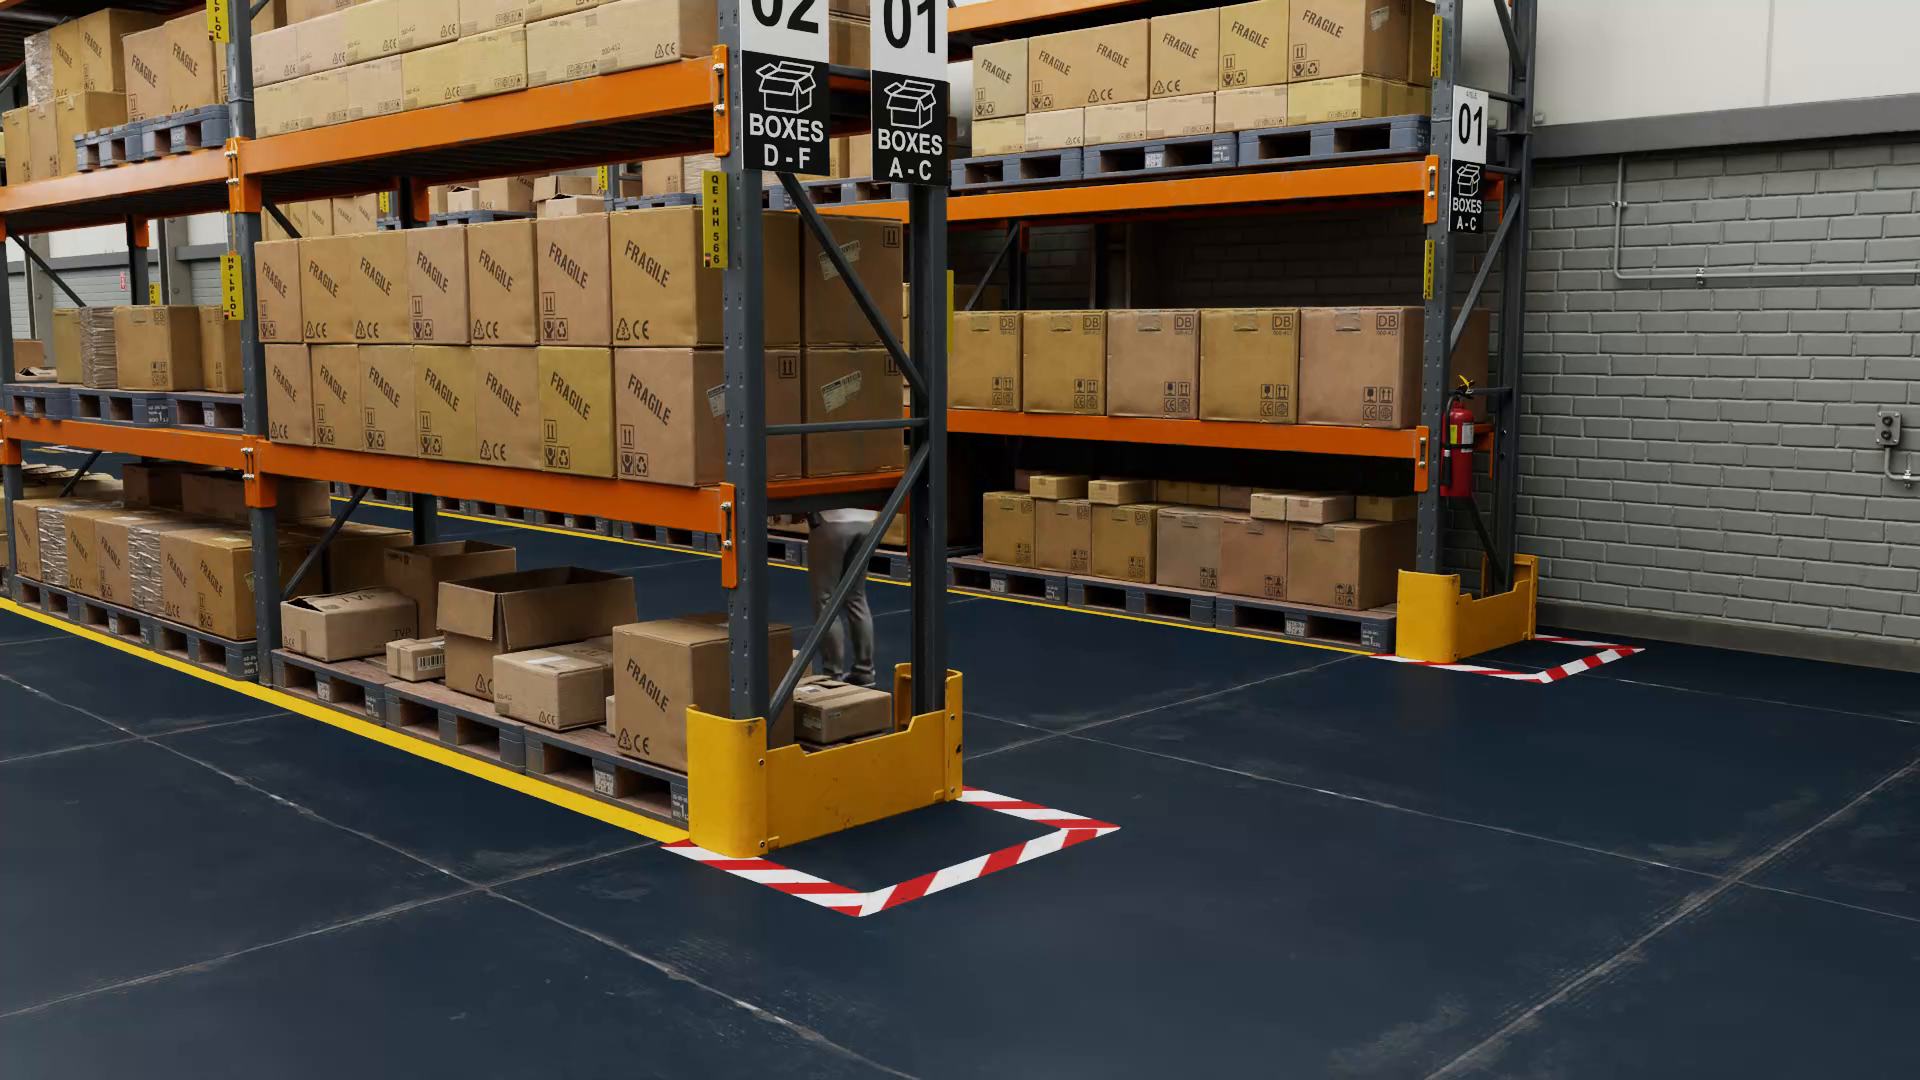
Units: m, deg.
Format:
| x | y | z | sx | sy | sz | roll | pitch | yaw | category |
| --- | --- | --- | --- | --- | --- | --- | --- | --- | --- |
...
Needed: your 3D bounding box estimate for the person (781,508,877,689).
| x | y | z | sx | sy | sz | roll | pitch | yaw | category |
| --- | --- | --- | --- | --- | --- | --- | --- | --- | --- |
| -0.666 | -0.055 | 8.576 | 0.554 | 1.693 | 0.466 | 7 | 10 | 44 | person |
